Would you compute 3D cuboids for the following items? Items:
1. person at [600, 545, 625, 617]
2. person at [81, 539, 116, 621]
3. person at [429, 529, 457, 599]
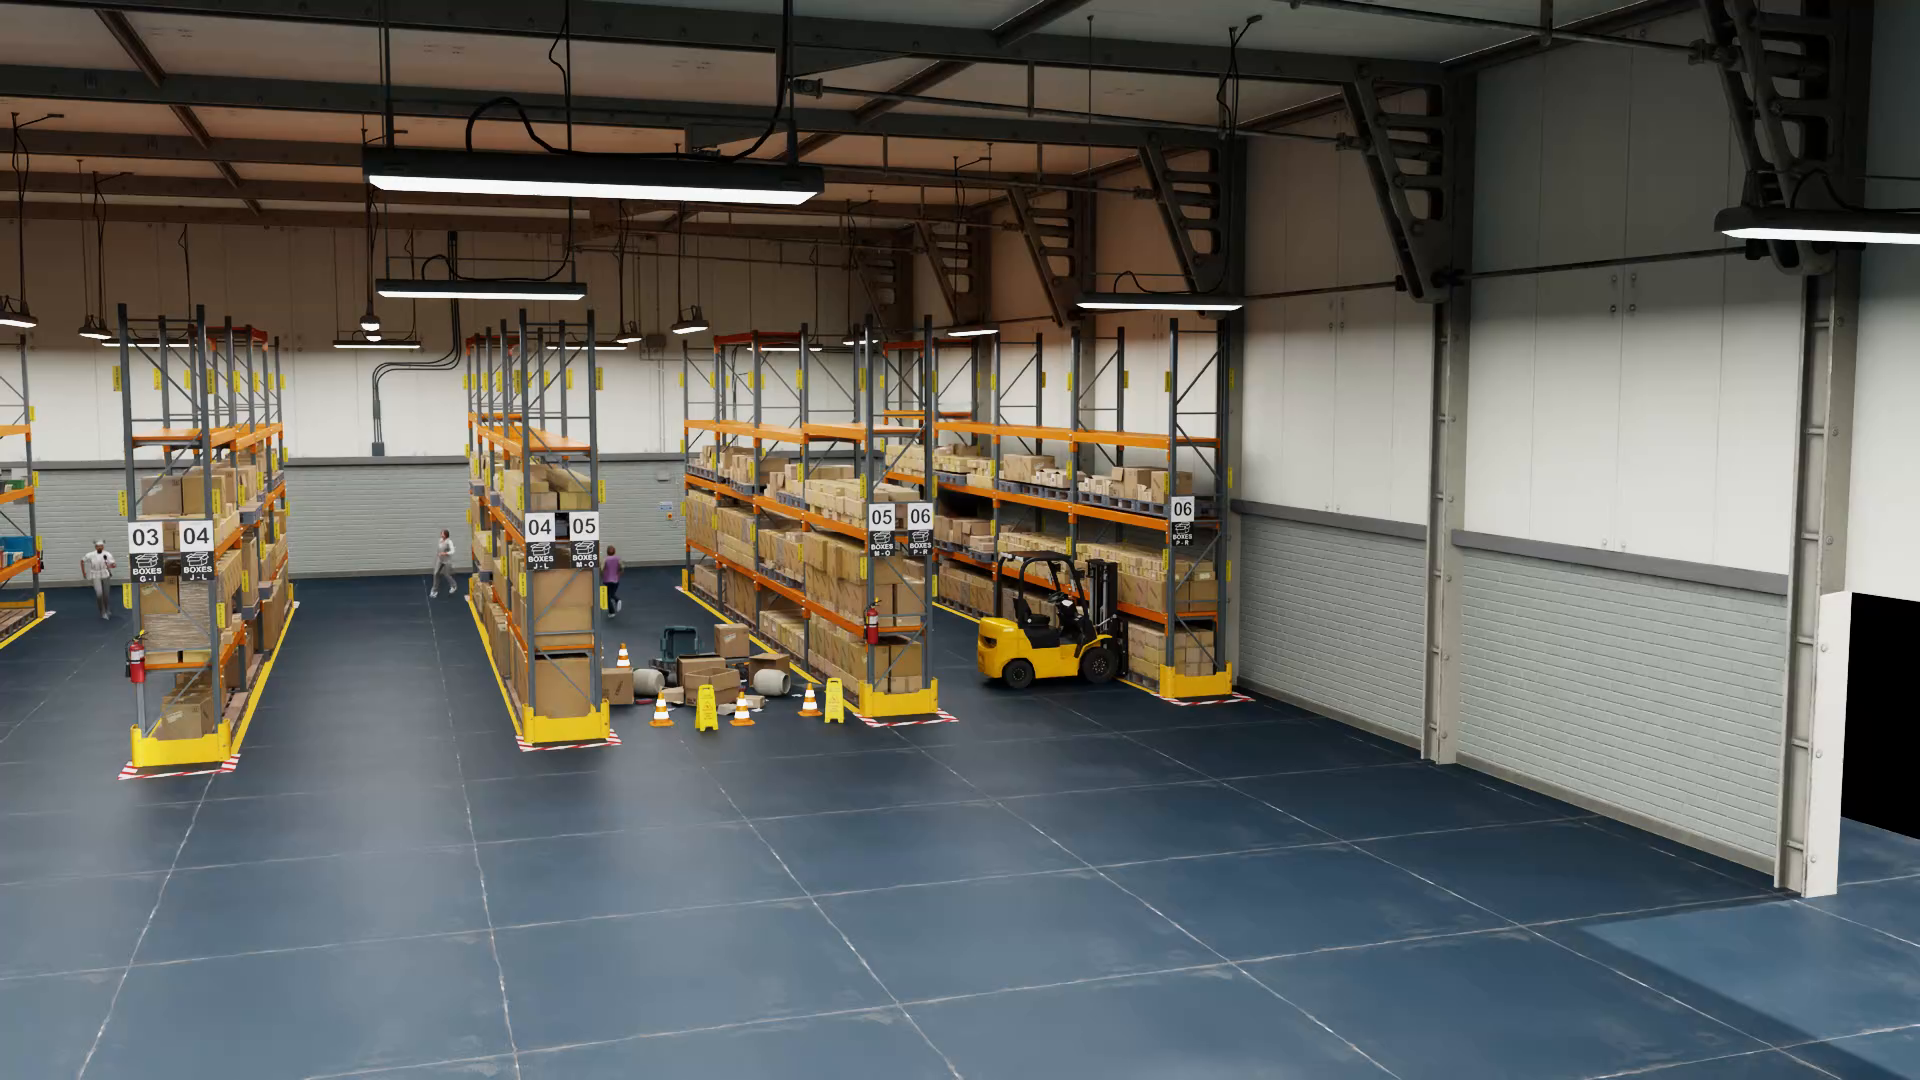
[{"bbox_3d":[-7.404,0.894,35.375,0.543,1.547,0.544,-3,6,-32],"label":"person"},{"bbox_3d":[-18.178,0.836,35.129,0.642,1.728,0.824,-4,7,-34],"label":"person"},{"bbox_3d":[-11.994,0.536,38.816,0.564,1.610,0.823,2,6,22],"label":"person"}]
